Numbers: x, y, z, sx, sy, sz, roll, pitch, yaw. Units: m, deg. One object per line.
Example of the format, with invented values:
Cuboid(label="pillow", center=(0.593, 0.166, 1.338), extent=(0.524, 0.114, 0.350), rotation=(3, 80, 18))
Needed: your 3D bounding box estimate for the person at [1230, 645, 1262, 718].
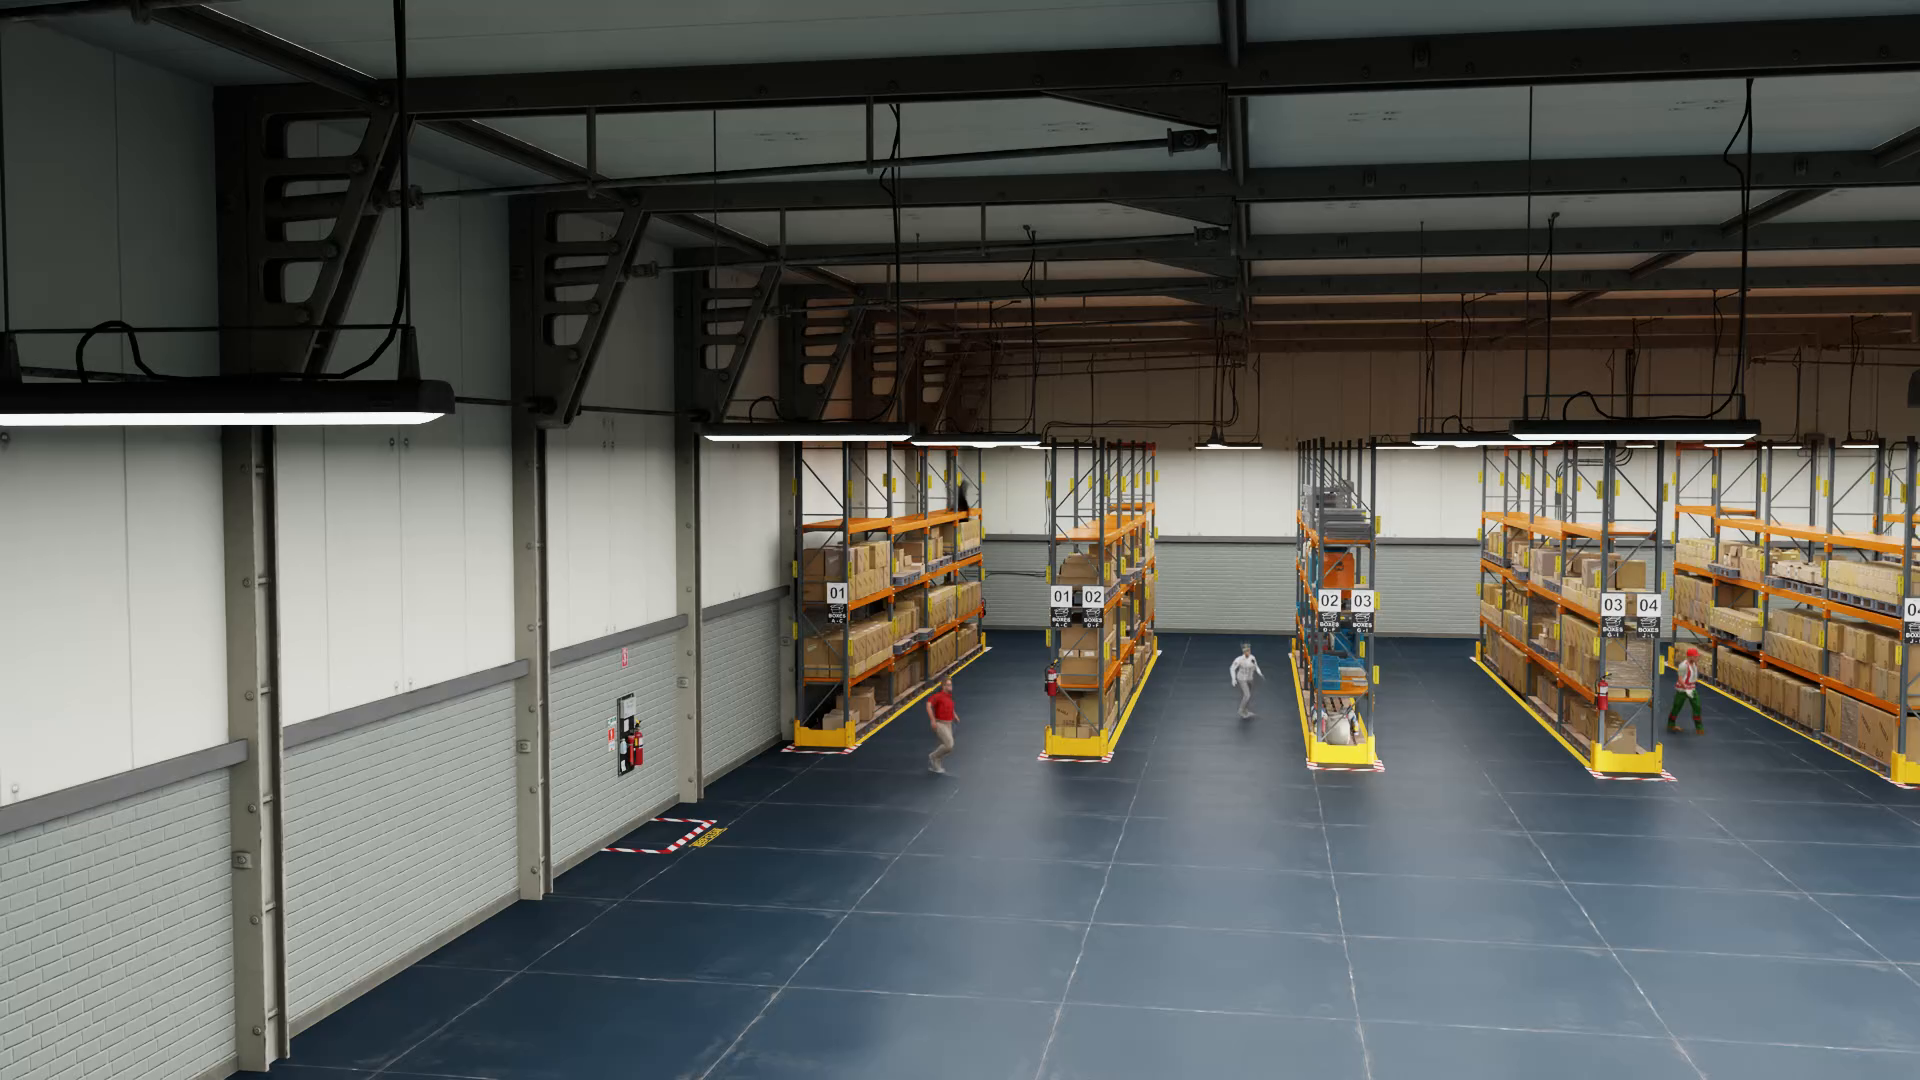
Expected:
Cuboid(label="person", center=(6.197, 3.052, 35.876), extent=(0.626, 1.629, 0.747), rotation=(-2, 4, -32))

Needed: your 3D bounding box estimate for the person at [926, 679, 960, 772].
Cuboid(label="person", center=(-0.326, 3.315, 29.611), extent=(0.573, 1.685, 0.748), rotation=(2, 3, 30))

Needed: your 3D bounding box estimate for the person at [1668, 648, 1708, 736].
Cuboid(label="person", center=(14.740, 3.087, 33.788), extent=(0.574, 1.807, 0.830), rotation=(-1, 3, -20))
